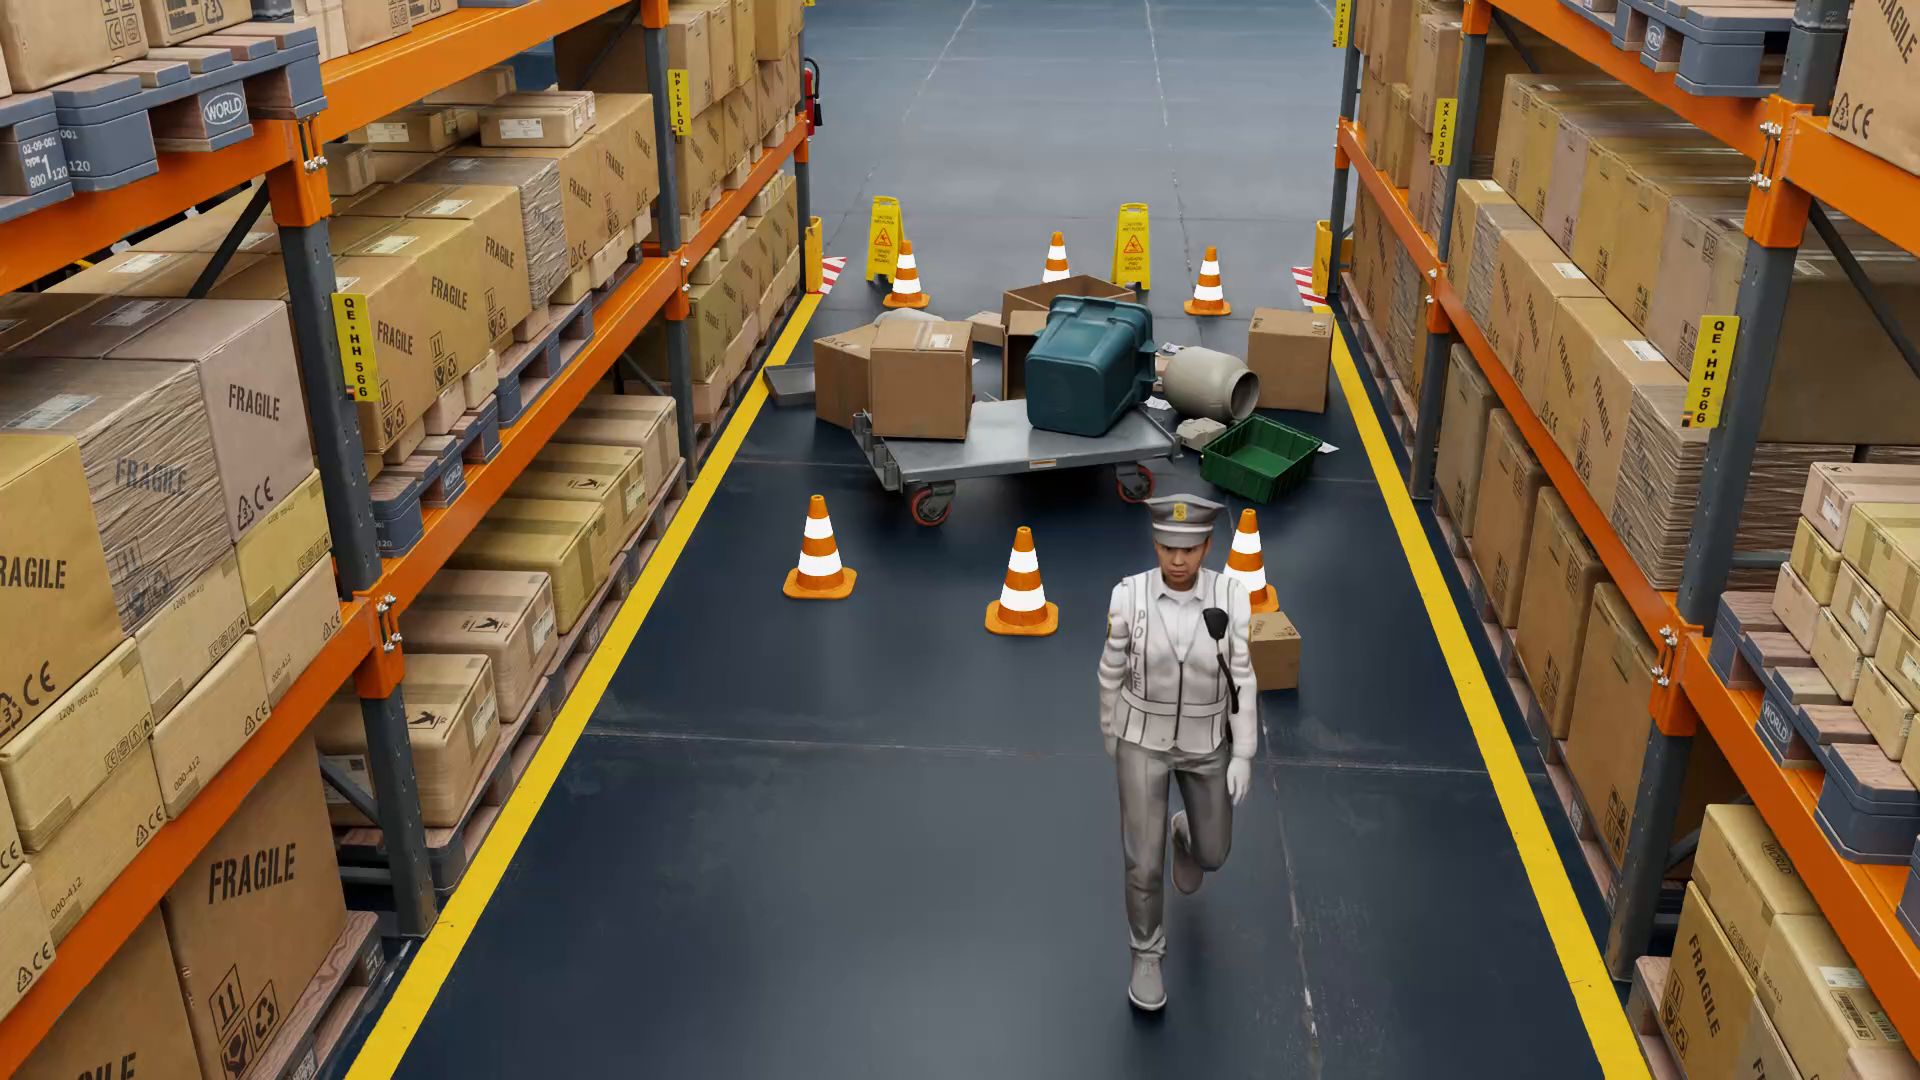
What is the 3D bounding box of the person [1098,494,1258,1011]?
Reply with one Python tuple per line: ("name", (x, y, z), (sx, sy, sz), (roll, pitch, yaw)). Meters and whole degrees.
("person", (0.672, 0.599, 5.220), (0.488, 1.662, 0.711), (1, 25, 2))
